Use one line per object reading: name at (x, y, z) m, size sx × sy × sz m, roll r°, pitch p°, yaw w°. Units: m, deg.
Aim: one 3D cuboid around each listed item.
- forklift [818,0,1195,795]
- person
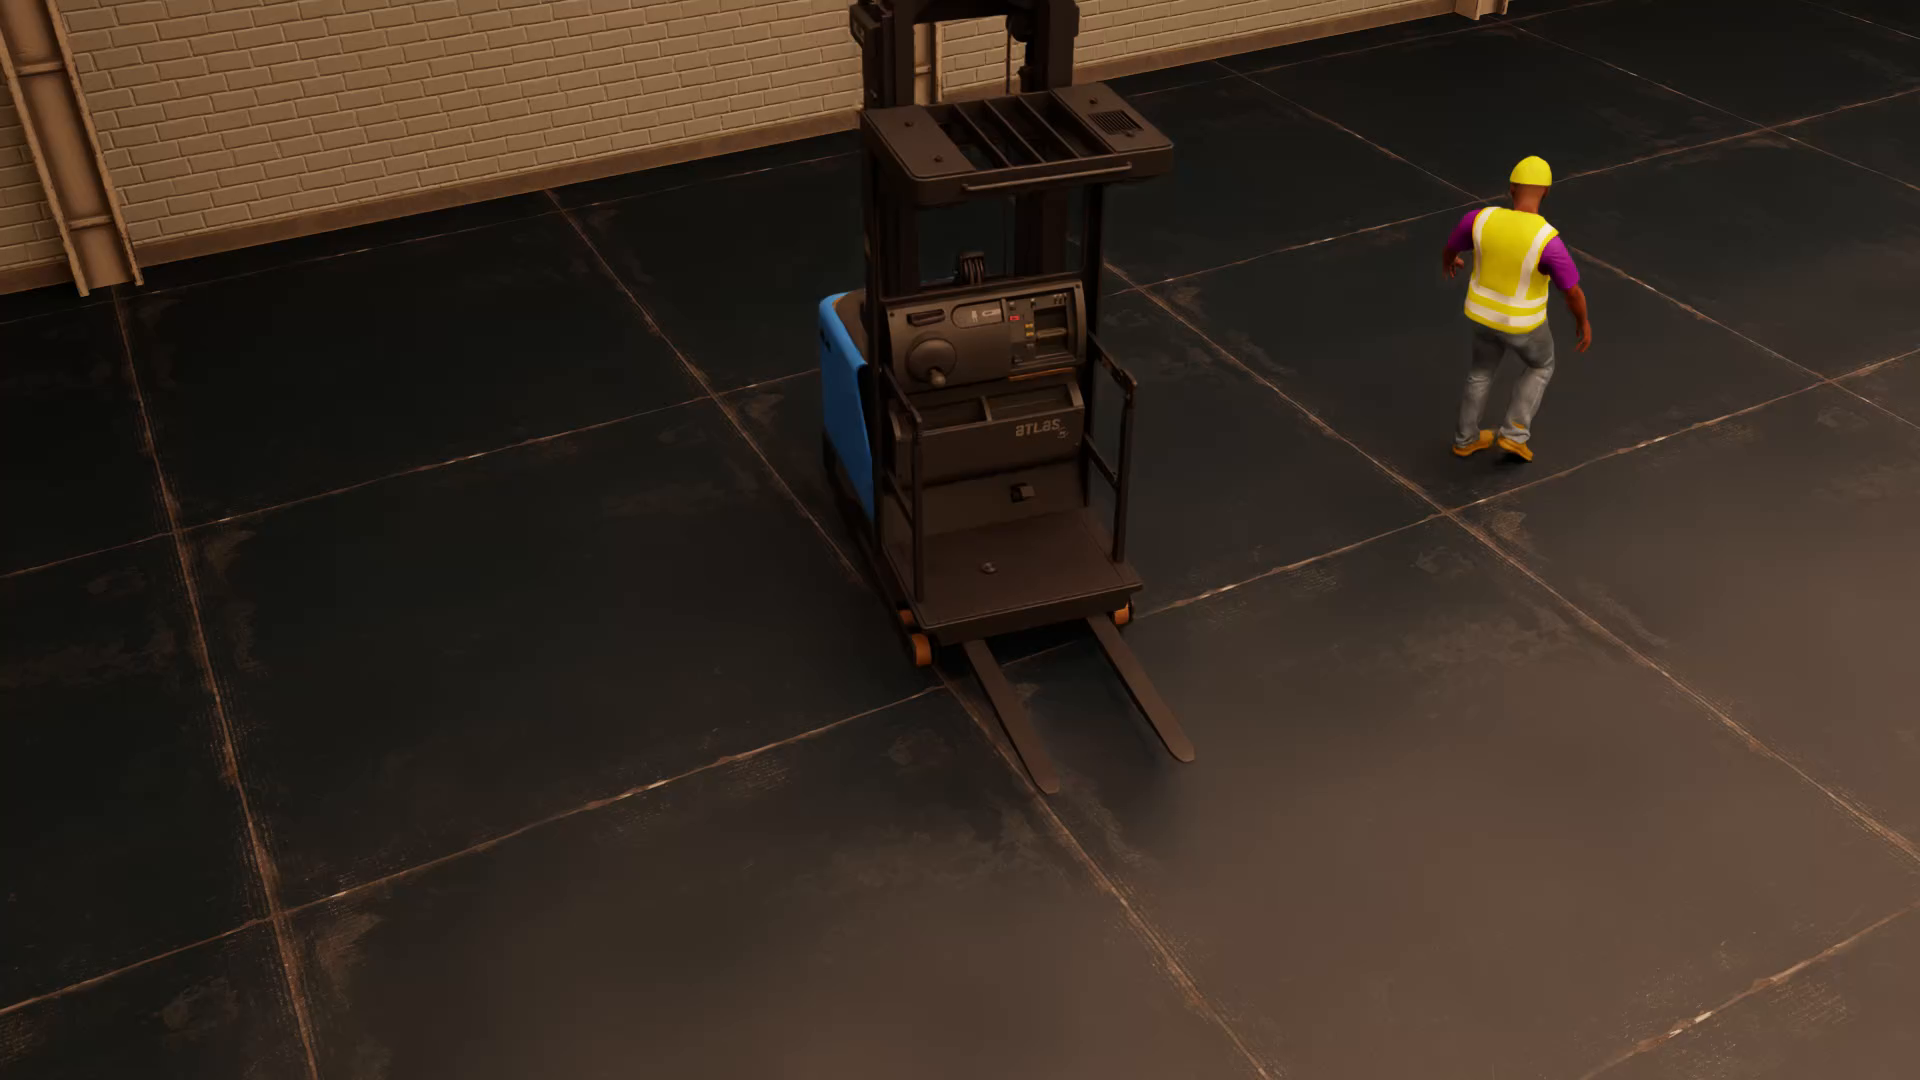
forklift at (0.196, -0.863, 7.344) m, size 1.130 × 2.935 × 3.031 m, roll -11°, pitch 37°, yaw -15°
person at (2.924, -1.222, 8.911) m, size 0.501 × 1.774 × 0.918 m, roll -28°, pitch 44°, yaw -34°
